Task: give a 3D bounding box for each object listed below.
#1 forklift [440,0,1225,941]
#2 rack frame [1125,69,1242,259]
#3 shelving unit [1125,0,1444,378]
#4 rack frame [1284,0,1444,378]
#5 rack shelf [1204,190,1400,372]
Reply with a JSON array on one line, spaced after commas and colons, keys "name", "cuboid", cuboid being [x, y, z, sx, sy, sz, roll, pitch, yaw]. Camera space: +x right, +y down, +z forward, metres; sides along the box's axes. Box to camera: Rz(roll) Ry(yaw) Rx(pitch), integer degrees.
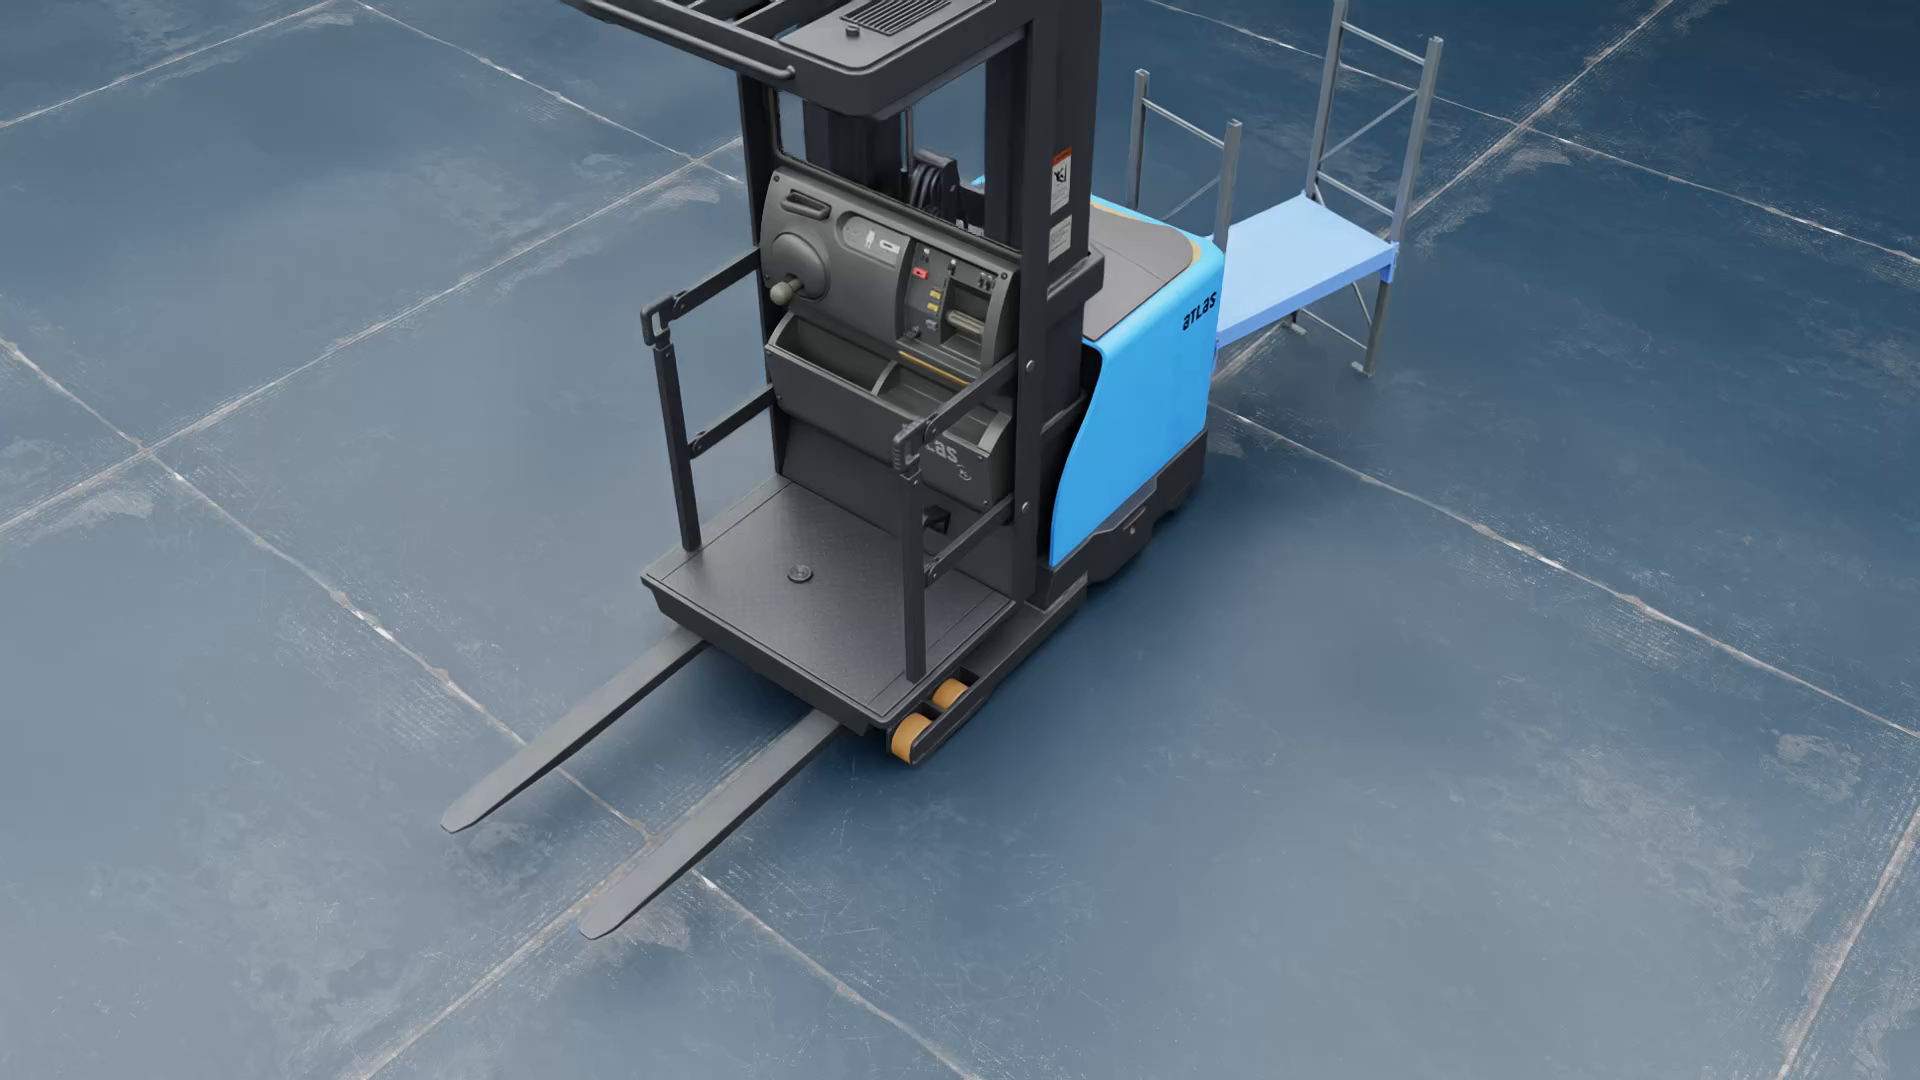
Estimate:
[{"name": "forklift", "cuboid": [-0.365, -0.732, 4.876, 1.130, 2.935, 3.031, 28, 49, 27]}, {"name": "rack frame", "cuboid": [0.779, -0.961, 6.192, 0.032, 1.500, 0.500, -27, 49, -27]}, {"name": "shelving unit", "cuboid": [1.181, -1.169, 6.421, 1.048, 1.500, 0.538, -27, 49, -27]}, {"name": "rack frame", "cuboid": [1.584, -1.378, 6.651, 0.032, 1.500, 0.500, -27, 49, -27]}, {"name": "rack shelf", "cuboid": [1.181, -1.036, 6.542, 1.000, 0.185, 0.538, -27, 49, -27]}]
